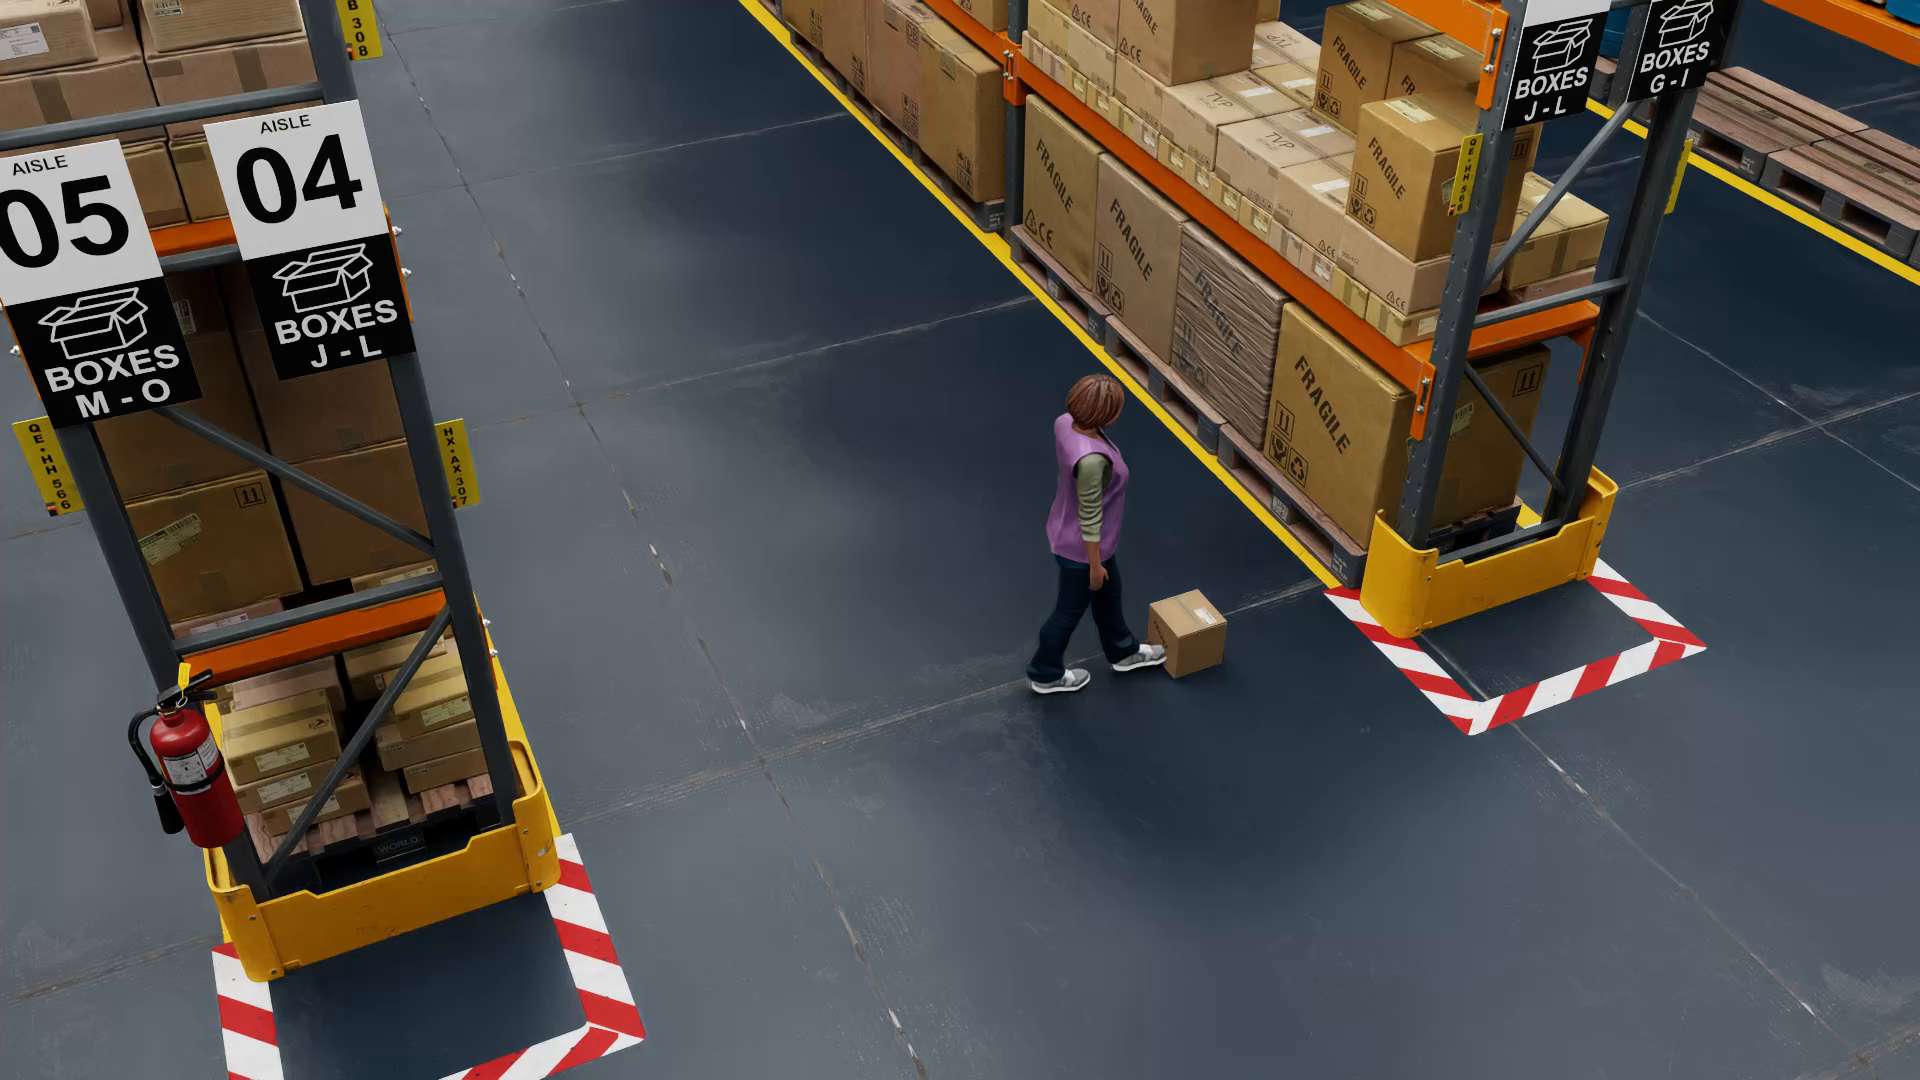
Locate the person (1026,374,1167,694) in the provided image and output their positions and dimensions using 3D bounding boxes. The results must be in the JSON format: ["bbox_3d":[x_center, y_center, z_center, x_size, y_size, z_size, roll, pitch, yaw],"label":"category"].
[{"bbox_3d":[0.615,-0.002,6.850,0.667,1.589,0.413,-4,38,-5],"label":"person"}]
